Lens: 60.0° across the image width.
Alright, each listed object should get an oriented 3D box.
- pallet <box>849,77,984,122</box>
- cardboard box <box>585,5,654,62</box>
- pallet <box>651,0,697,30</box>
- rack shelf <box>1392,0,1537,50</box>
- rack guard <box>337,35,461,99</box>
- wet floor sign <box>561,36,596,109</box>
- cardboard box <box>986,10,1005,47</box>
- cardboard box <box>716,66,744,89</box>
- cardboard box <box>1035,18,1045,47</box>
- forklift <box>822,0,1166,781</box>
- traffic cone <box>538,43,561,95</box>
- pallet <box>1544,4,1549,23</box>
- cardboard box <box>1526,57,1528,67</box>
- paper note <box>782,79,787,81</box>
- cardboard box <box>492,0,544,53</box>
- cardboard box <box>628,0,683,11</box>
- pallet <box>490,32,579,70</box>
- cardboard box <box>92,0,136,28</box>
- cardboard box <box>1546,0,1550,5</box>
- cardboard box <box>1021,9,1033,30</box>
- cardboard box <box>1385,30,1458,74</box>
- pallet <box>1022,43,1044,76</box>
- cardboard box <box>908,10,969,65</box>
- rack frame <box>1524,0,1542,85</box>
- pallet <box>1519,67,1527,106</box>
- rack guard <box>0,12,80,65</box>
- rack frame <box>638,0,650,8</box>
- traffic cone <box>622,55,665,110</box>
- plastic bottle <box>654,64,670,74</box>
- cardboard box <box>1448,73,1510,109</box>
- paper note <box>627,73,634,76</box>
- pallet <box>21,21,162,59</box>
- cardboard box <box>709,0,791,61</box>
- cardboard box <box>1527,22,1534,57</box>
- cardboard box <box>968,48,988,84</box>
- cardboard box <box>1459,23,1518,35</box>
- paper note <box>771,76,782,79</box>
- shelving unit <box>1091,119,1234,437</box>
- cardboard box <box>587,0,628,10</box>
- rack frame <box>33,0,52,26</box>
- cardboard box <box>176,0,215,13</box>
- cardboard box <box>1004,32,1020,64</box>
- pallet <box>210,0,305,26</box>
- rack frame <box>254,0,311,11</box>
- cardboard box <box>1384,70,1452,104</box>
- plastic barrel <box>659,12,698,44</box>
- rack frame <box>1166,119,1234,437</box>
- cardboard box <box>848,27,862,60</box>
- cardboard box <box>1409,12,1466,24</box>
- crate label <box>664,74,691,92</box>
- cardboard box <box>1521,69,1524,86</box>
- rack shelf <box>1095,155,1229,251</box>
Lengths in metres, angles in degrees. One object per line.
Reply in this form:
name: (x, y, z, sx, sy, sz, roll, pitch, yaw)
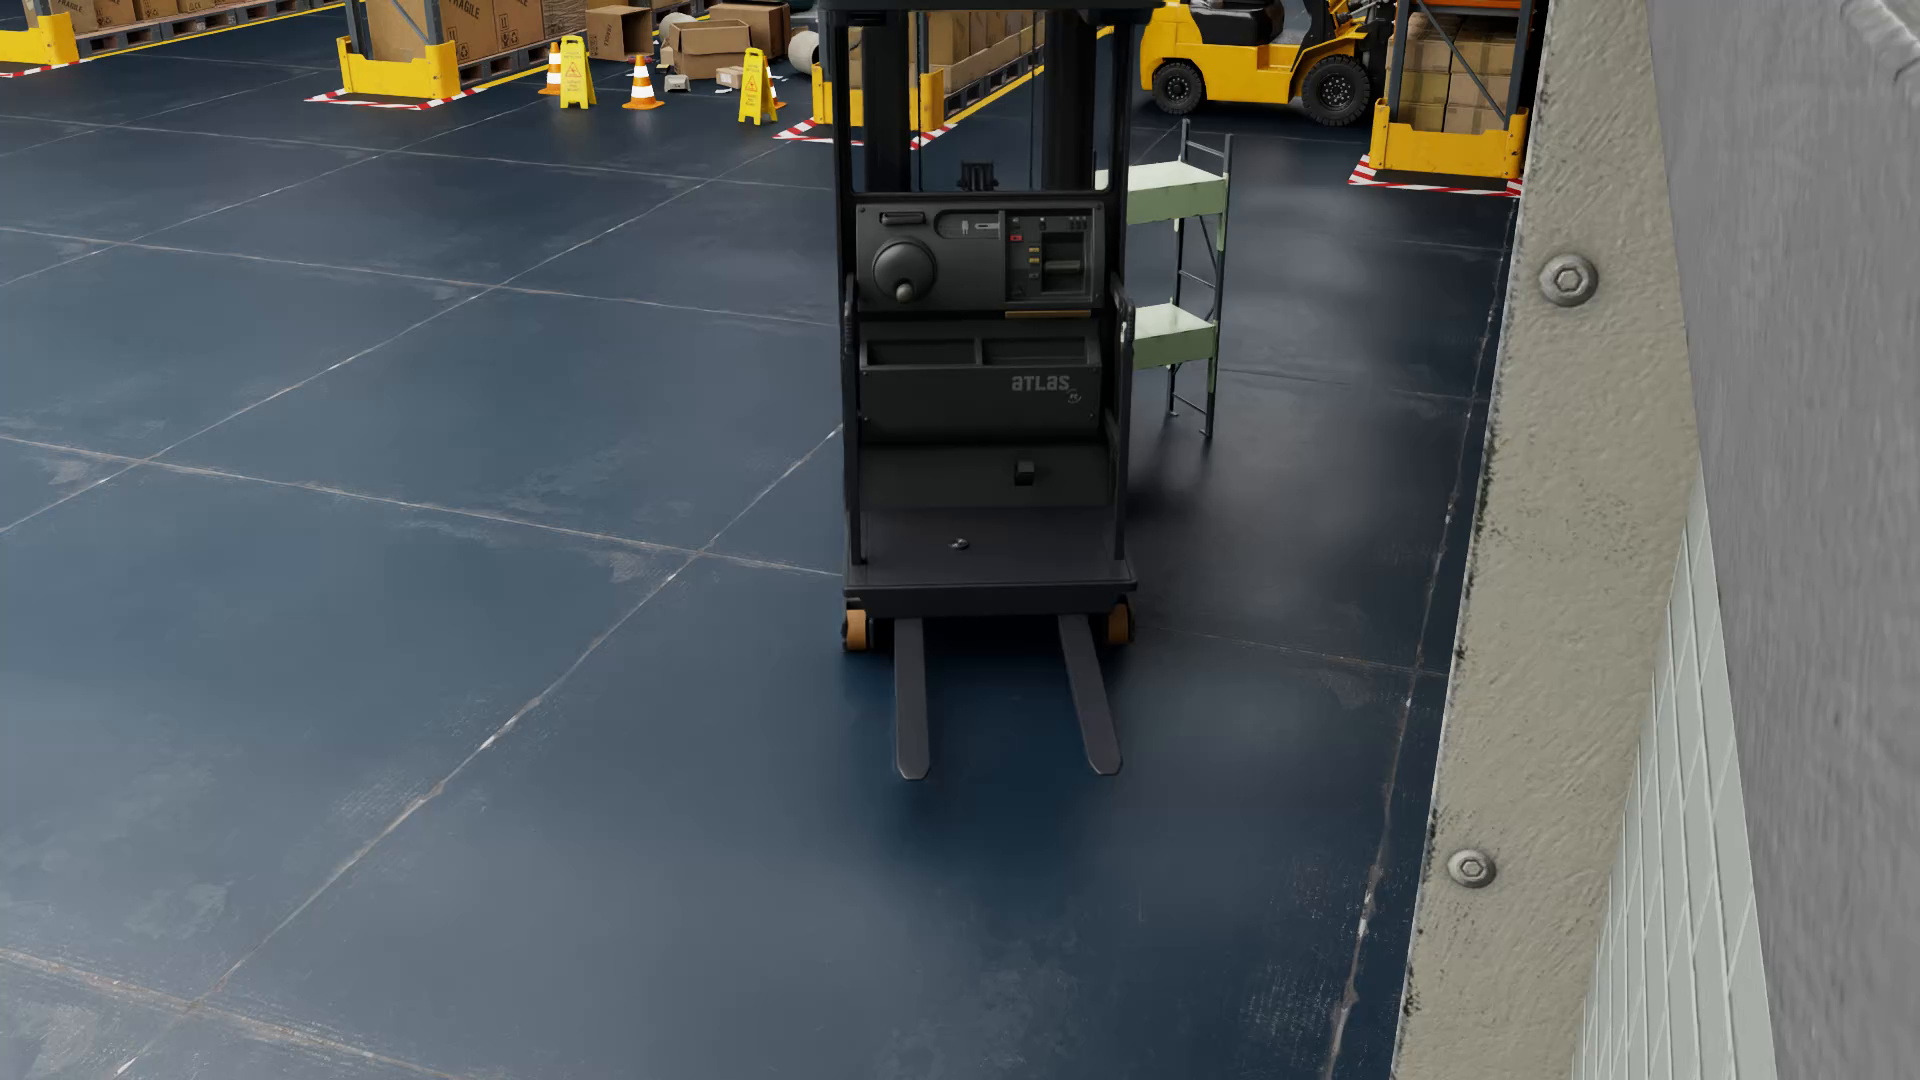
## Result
pallet: (-0.433, -4.184, 15.649, 1.003, 0.211, 1.213, 9, 27, 17)
cardboard box: (-3.681, -5.488, 18.009, 0.500, 0.500, 0.500, 14, 29, 26)
pallet: (-3.947, -6.472, 20.375, 1.003, 0.211, 1.213, 9, 27, 17)
rack shelf: (4.586, -4.859, 14.669, 1.077, 0.370, 4.000, 9, 27, 17)
rack guard: (-5.471, -4.620, 16.219, 1.175, 0.500, 0.348, 9, 27, 17)
wet floor sign: (-3.606, -4.397, 15.590, 0.267, 0.644, 0.232, 4, 26, 8)
cardboard box: (0.119, -5.090, 16.133, 0.500, 0.500, 0.500, 9, 27, 18)
cardboard box: (-2.231, -4.627, 16.636, 0.250, 0.149, 0.380, -20, 33, -36)
cardboard box: (0.626, -5.392, 17.619, 0.500, 0.250, 0.500, 10, 28, 20)
forklift: (0.091, -1.037, 6.027, 1.130, 2.935, 3.031, -1, 26, -2)
traffic cone: (-3.948, -4.626, 16.273, 0.336, 0.463, 0.334, 9, 27, 17)
pallet: (6.866, -6.695, 20.835, 1.003, 0.211, 1.213, 9, 27, 17)
cardboard box: (5.280, -4.727, 16.245, 0.500, 0.250, 0.500, 9, 27, 18)
paper note: (-1.781, -4.676, 16.896, 0.032, 0.001, 0.123, 9, 27, 17)
cardboard box: (-5.009, -5.638, 17.409, 0.875, 0.875, 0.875, 8, 27, 17)
cardboard box: (-4.011, -6.844, 20.042, 1.050, 0.750, 0.750, 9, 27, 17)
pallet: (-4.864, -5.340, 18.037, 1.003, 0.211, 1.213, 9, 27, 17)
cardboard box: (-9.717, -6.085, 18.762, 0.500, 0.500, 0.500, 17, 30, 31)
cardboard box: (6.987, -6.845, 20.332, 0.500, 0.500, 0.500, 10, 28, 19)
cardboard box: (0.458, -5.521, 17.023, 0.500, 0.500, 0.500, 9, 27, 18)
cardboard box: (3.779, -3.997, 13.589, 0.500, 0.250, 0.500, 10, 27, 19)
pallet: (0.379, -5.187, 17.720, 1.003, 0.211, 1.213, 9, 27, 17)
cardboard box: (-0.225, -4.669, 15.265, 0.500, 0.500, 0.500, 8, 27, 16)
rack frame: (5.251, -6.005, 16.210, 1.000, 3.000, 0.127, 9, 27, 17)
pallet: (4.947, -4.429, 16.155, 1.003, 0.211, 1.213, 9, 27, 17)
rack guard: (-10.082, -5.422, 17.875, 1.175, 0.500, 0.348, 9, 27, 17)
rack frame: (-4.132, -7.399, 19.090, 1.000, 3.000, 0.127, 9, 27, 17)
traffic cone: (-2.995, -4.322, 15.646, 0.336, 0.463, 0.334, 9, 27, 17)
plastic bottle: (-3.098, -4.917, 17.334, 0.133, 0.061, 0.283, 0, 26, -1)
cardboard box: (4.272, -3.700, 13.550, 0.500, 0.250, 0.500, 9, 27, 18)
paper note: (-3.355, -4.799, 17.129, 0.144, 0.017, 0.142, 20, 32, 35)
pallet: (-9.778, -5.621, 18.617, 1.003, 0.211, 1.213, 9, 27, 17)
cardboard box: (-2.262, -5.491, 17.858, 0.797, 0.637, 0.503, 9, 27, 17)
cardboard box: (5.129, -4.737, 15.692, 0.500, 0.250, 0.500, 9, 27, 18)
cardboard box: (-0.056, -4.531, 15.839, 0.500, 0.250, 0.500, 10, 27, 19)
cardboard box: (4.421, -4.138, 13.881, 0.500, 0.250, 0.500, 9, 27, 18)
paper note: (-1.900, -4.742, 17.022, 0.148, 0.019, 0.142, 20, 32, 35)
shelving unit: (0.837, -1.199, 8.006, 0.755, 1.500, 0.431, -12, 28, -23)
cardboard box: (-4.408, -6.384, 18.949, 0.875, 0.875, 0.875, 9, 27, 18)
rack frame: (-10.107, -6.516, 17.266, 1.000, 3.000, 0.127, 9, 27, 17)
cardboard box: (-9.263, -6.562, 19.748, 0.500, 0.500, 0.500, 6, 27, 13)
cardboard box: (0.284, -4.964, 16.733, 0.500, 0.250, 0.500, 9, 27, 18)
pallet: (-8.966, -6.624, 20.688, 1.003, 0.211, 1.213, 9, 27, 17)
rack frame: (-8.776, -8.160, 20.661, 1.000, 3.000, 0.127, 9, 27, 17)
cardboard box: (3.787, -3.783, 13.720, 0.500, 0.250, 0.500, 8, 27, 17)
plastic barrel: (-3.063, -5.551, 18.229, 0.421, 0.421, 0.512, -14, 29, -27)
rack frame: (1.166, -1.269, 8.150, 0.023, 1.500, 0.400, -12, 28, -23)
cardboard box: (-0.741, -4.735, 15.400, 0.500, 0.500, 0.500, 9, 27, 18)
cardboard box: (4.102, -4.416, 14.455, 0.500, 0.250, 0.500, 9, 27, 18)
crate label: (-2.792, -4.508, 16.403, 0.250, 0.136, 0.298, -5, 26, -9)
cardboard box: (4.945, -4.313, 15.389, 0.500, 0.250, 0.500, 9, 27, 18)
rack shelf: (0.837, -1.551, 7.836, 0.720, 0.370, 0.431, -12, 28, -23)
